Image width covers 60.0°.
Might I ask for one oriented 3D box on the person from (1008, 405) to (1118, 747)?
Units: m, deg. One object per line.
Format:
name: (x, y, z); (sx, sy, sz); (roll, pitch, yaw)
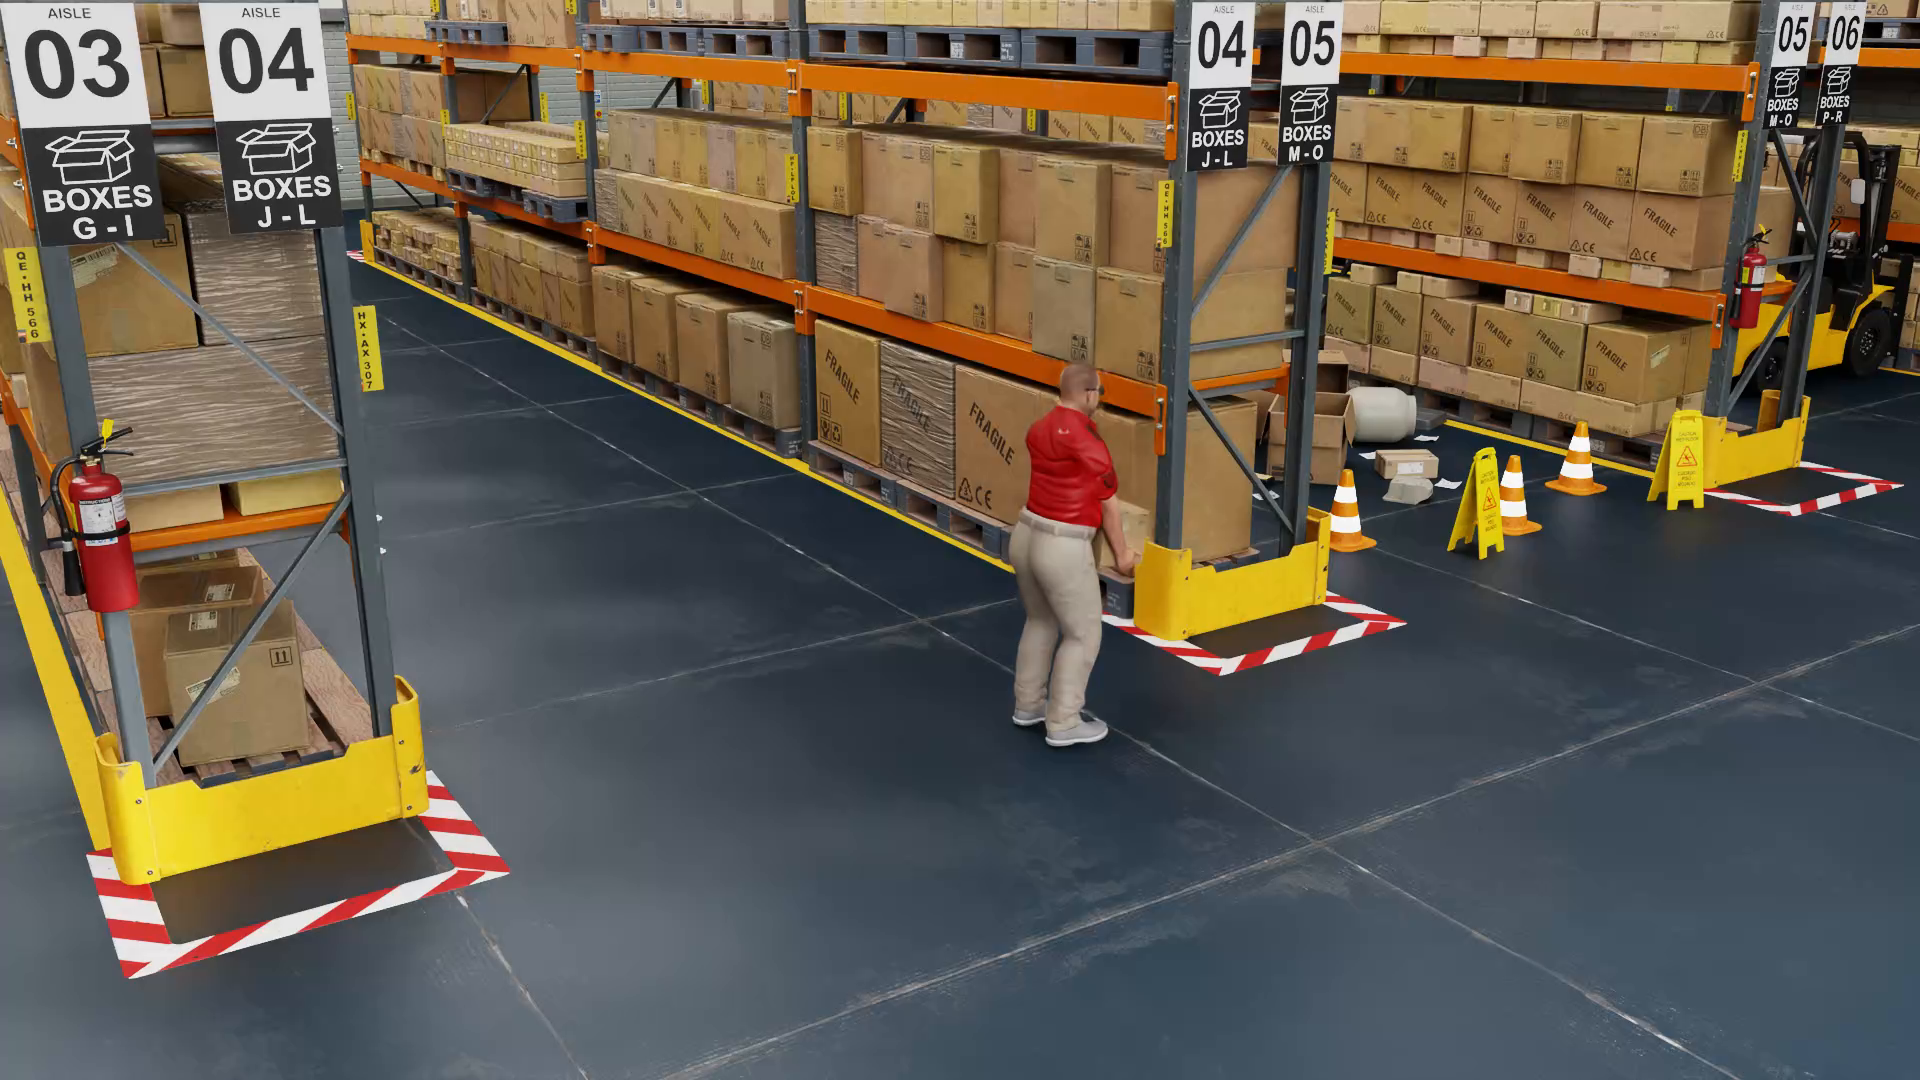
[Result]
person: (0.433, 0.147, 7.459); (0.404, 1.533, 0.483); (-12, 21, -32)
